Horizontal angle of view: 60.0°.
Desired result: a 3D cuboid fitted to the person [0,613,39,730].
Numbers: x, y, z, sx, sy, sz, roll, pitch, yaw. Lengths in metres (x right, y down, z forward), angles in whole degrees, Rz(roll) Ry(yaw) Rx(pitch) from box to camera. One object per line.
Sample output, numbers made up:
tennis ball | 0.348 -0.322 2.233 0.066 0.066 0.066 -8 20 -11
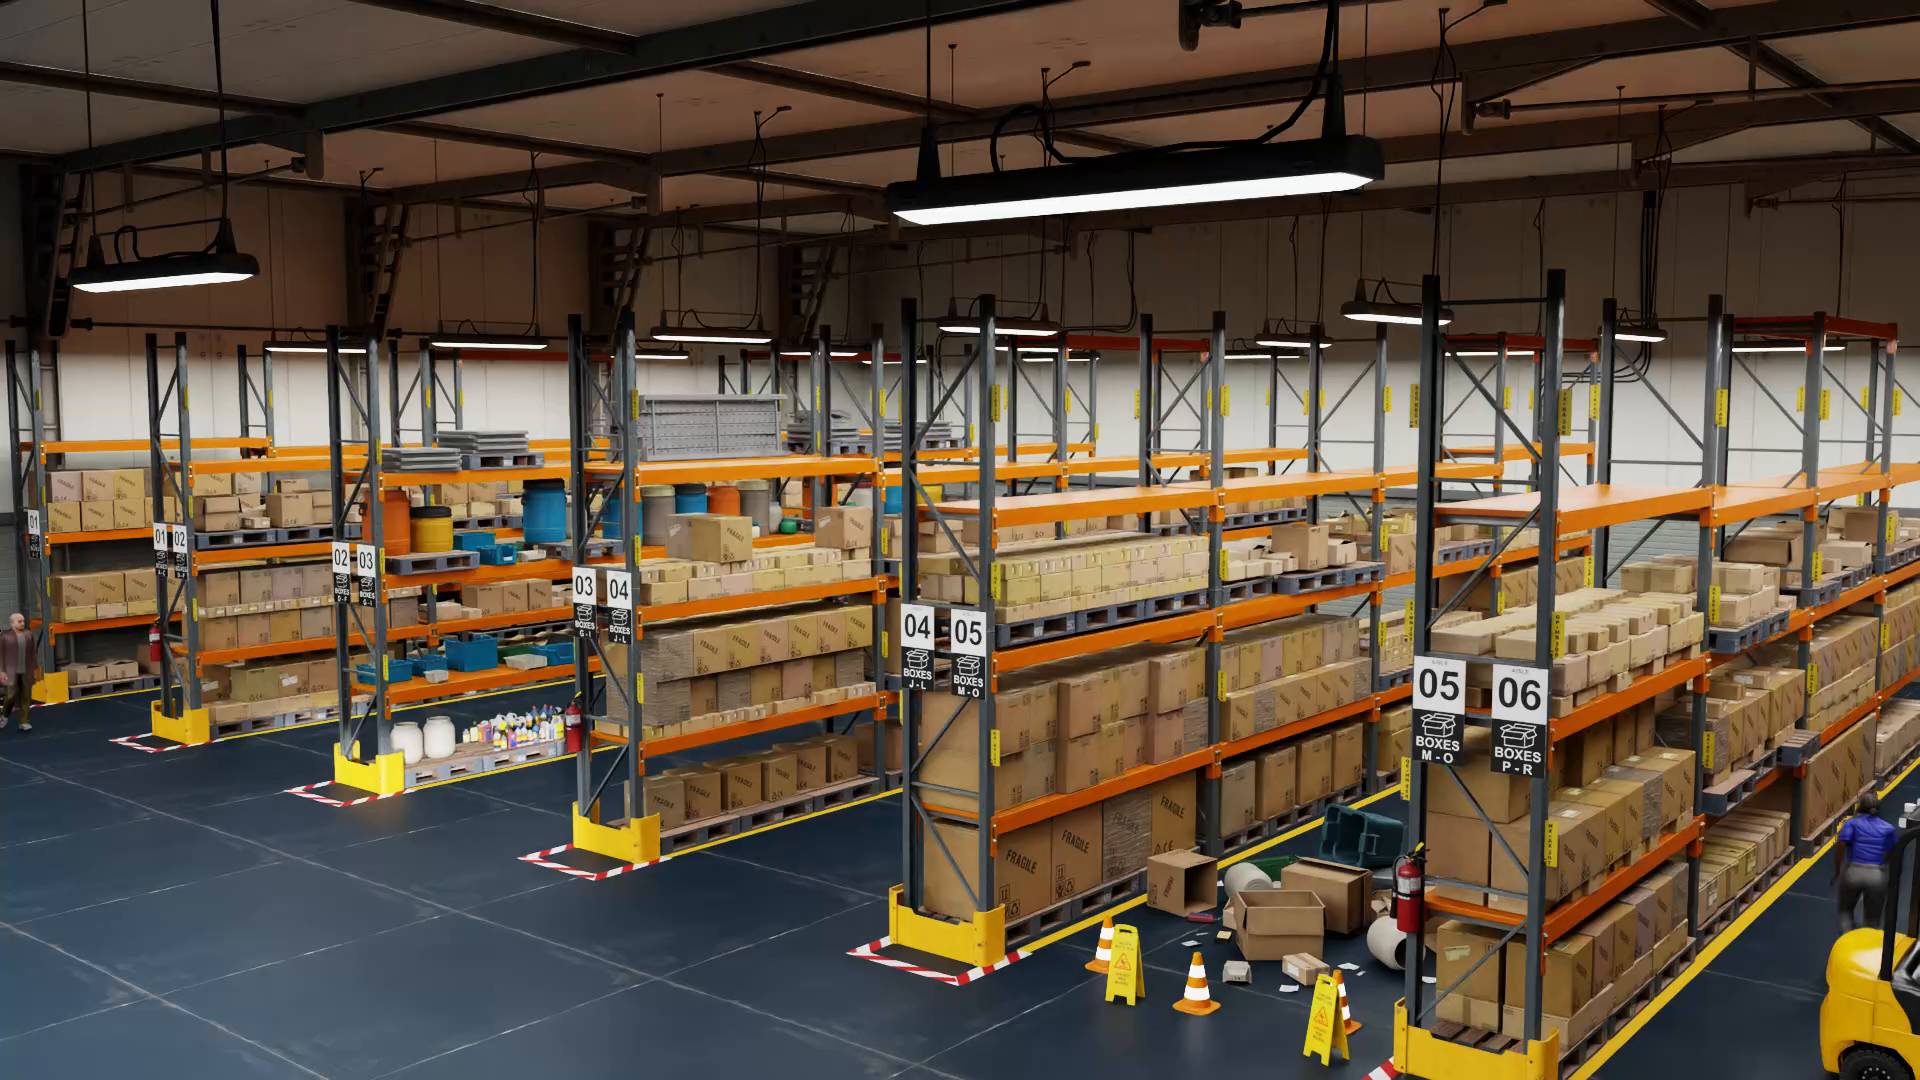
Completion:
person | -14.310 2.001 25.208 0.567 1.758 0.608 4 6 37

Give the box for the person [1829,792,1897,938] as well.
person | 8.118 3.062 14.959 0.518 1.534 0.699 3 6 31

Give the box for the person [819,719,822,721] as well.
person | -2.144 1.959 24.798 0.573 1.563 0.497 -4 7 -39
